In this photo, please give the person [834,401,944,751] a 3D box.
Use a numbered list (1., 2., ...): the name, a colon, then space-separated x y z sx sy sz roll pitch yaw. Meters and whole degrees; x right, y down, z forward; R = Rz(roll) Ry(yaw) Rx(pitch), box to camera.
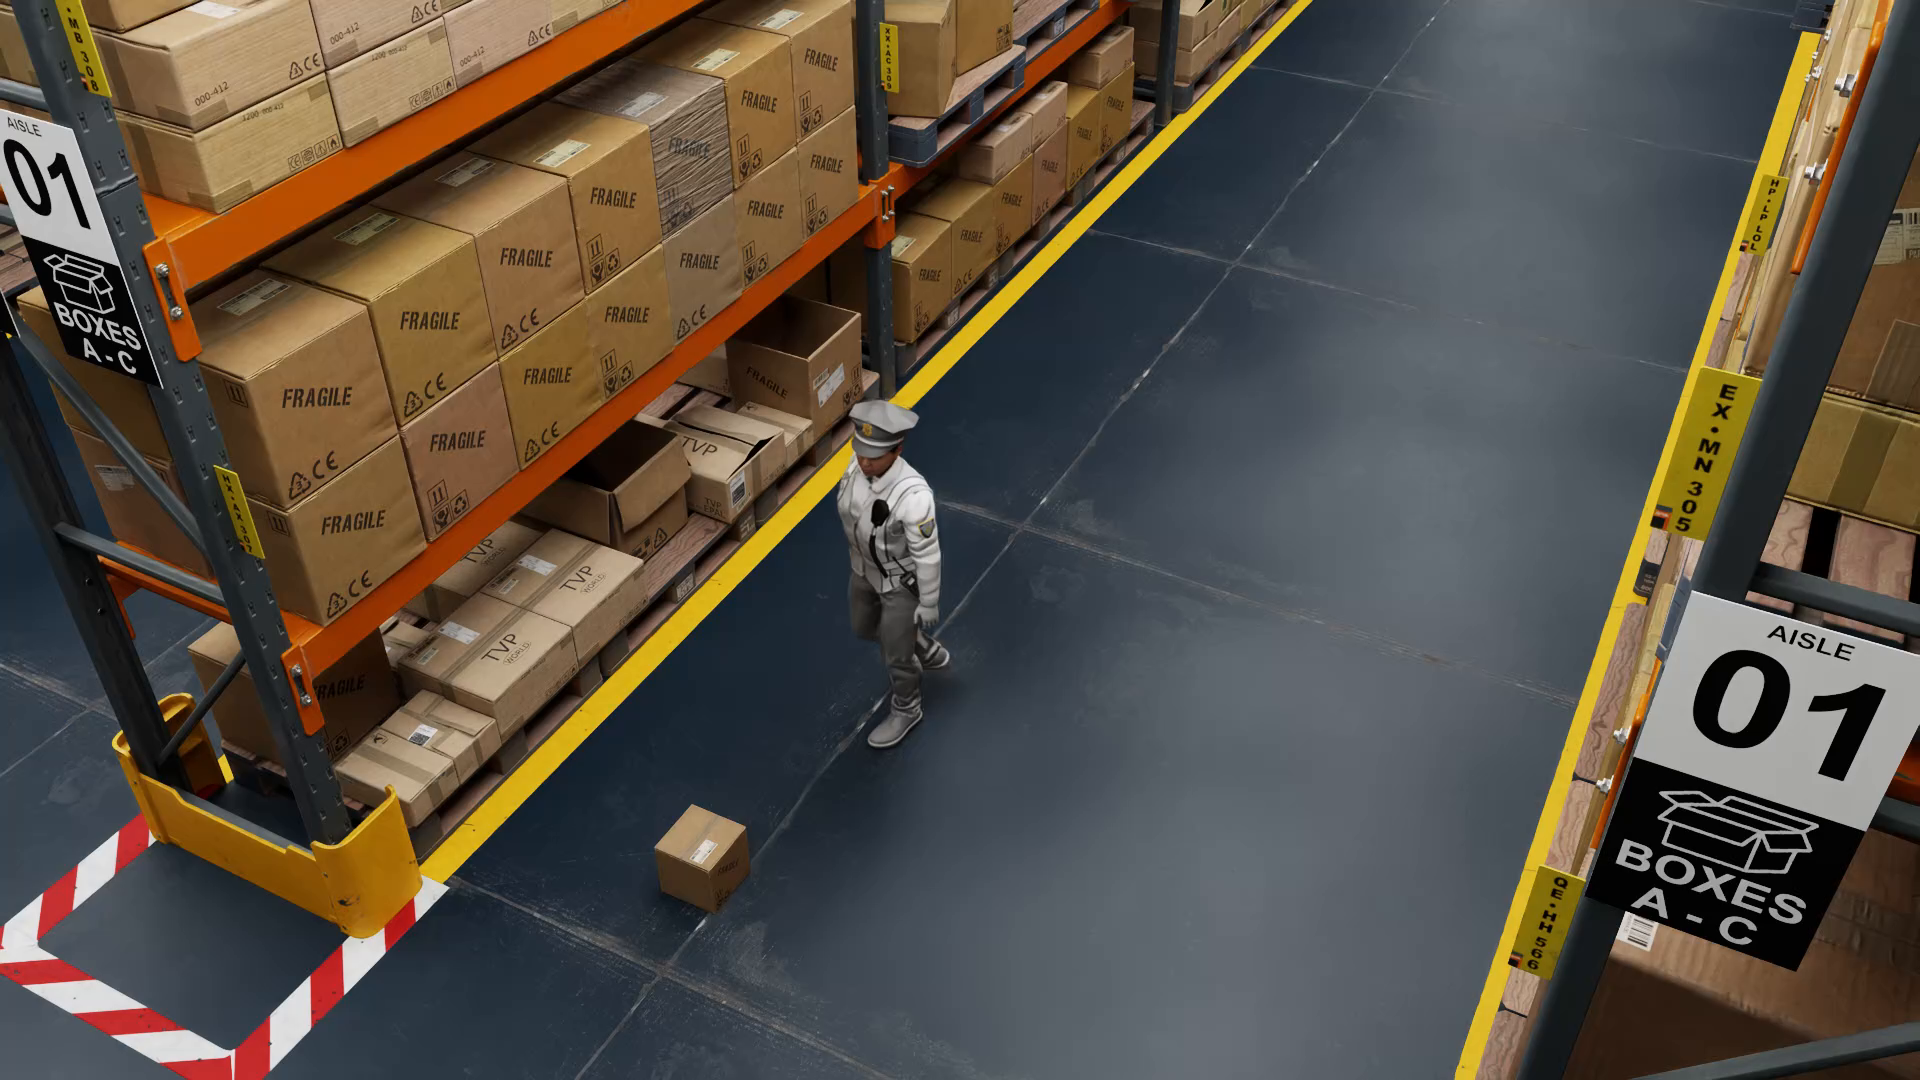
1. person: -0.228 0.114 6.591 0.526 1.672 0.534 -26 45 -29
